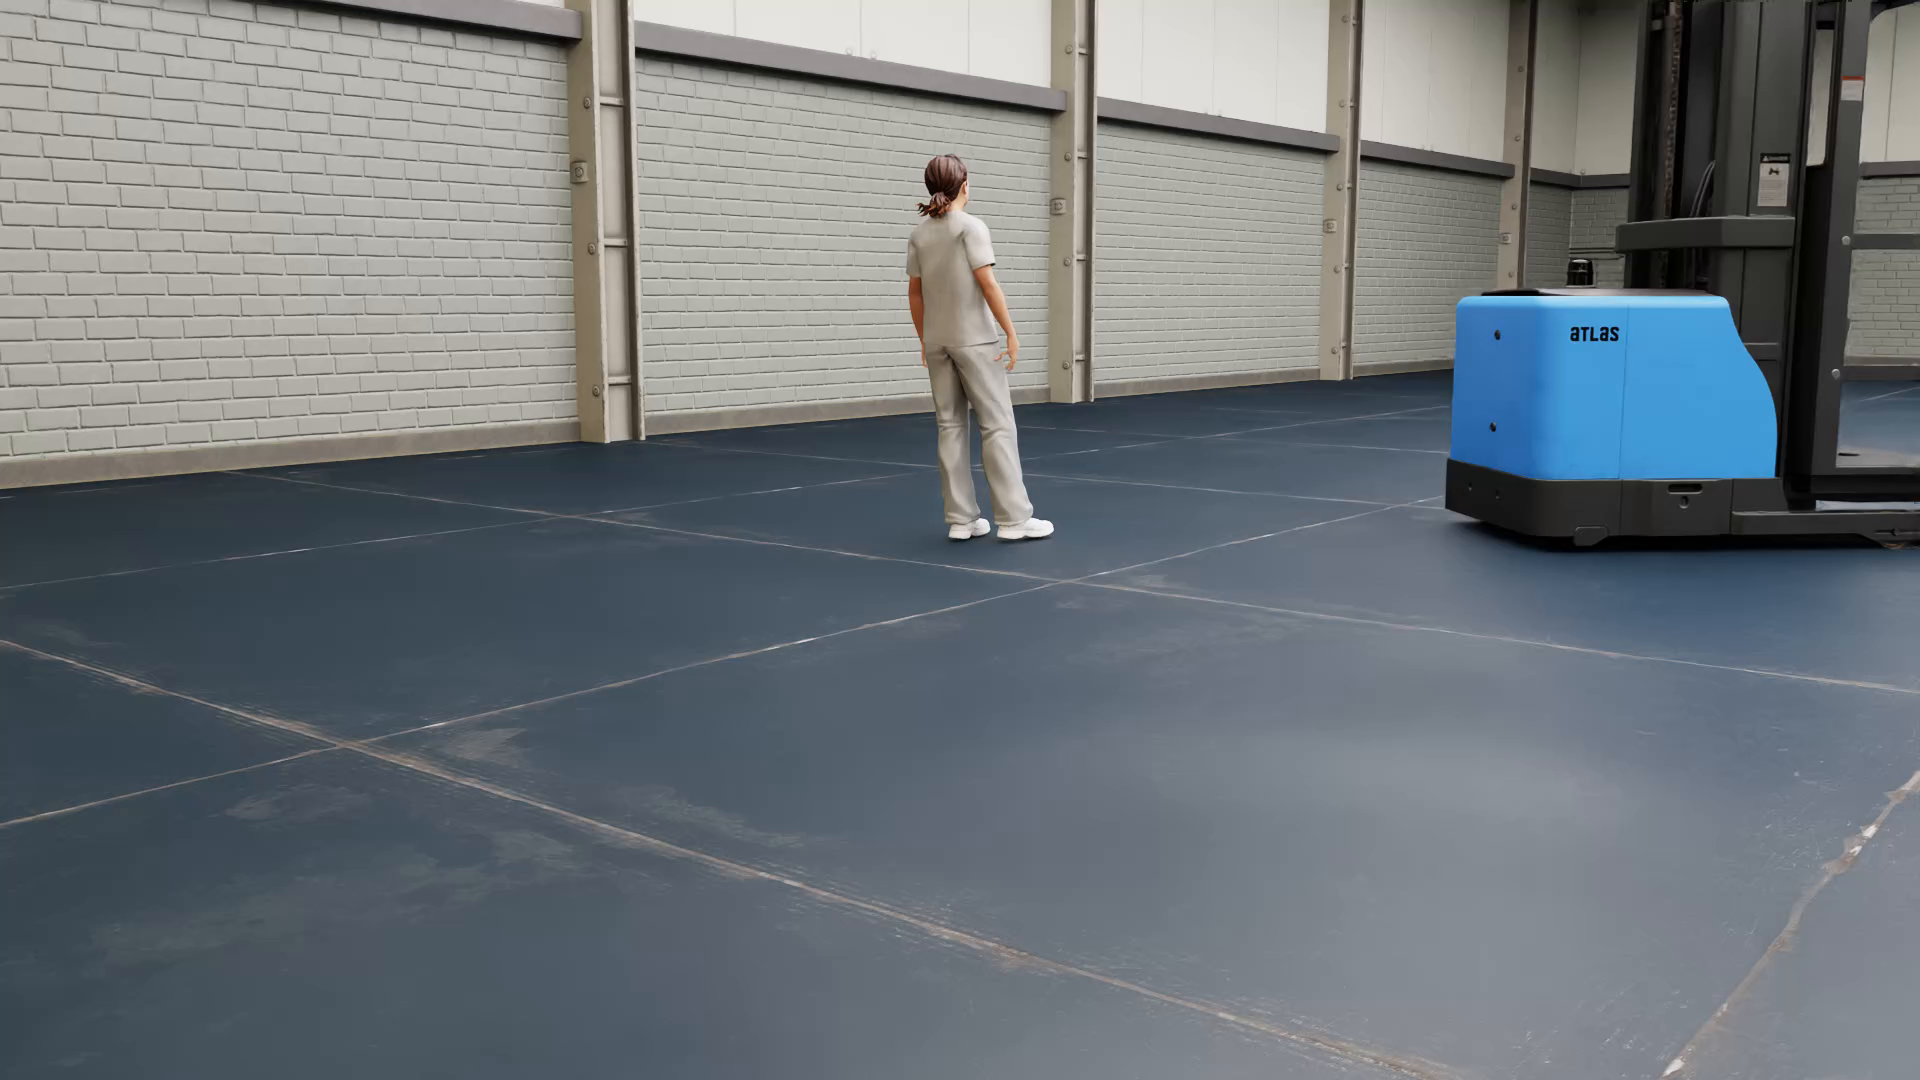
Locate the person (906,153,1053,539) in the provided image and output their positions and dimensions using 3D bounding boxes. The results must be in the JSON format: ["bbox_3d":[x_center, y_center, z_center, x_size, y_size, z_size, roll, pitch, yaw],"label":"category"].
[{"bbox_3d":[0.056,-0.838,7.332,0.550,1.664,0.549,7,11,38],"label":"person"}]

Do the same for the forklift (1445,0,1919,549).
[{"bbox_3d":[3.863,-1.487,7.443,3.031,2.935,1.130,-1,8,-5],"label":"forklift"}]
